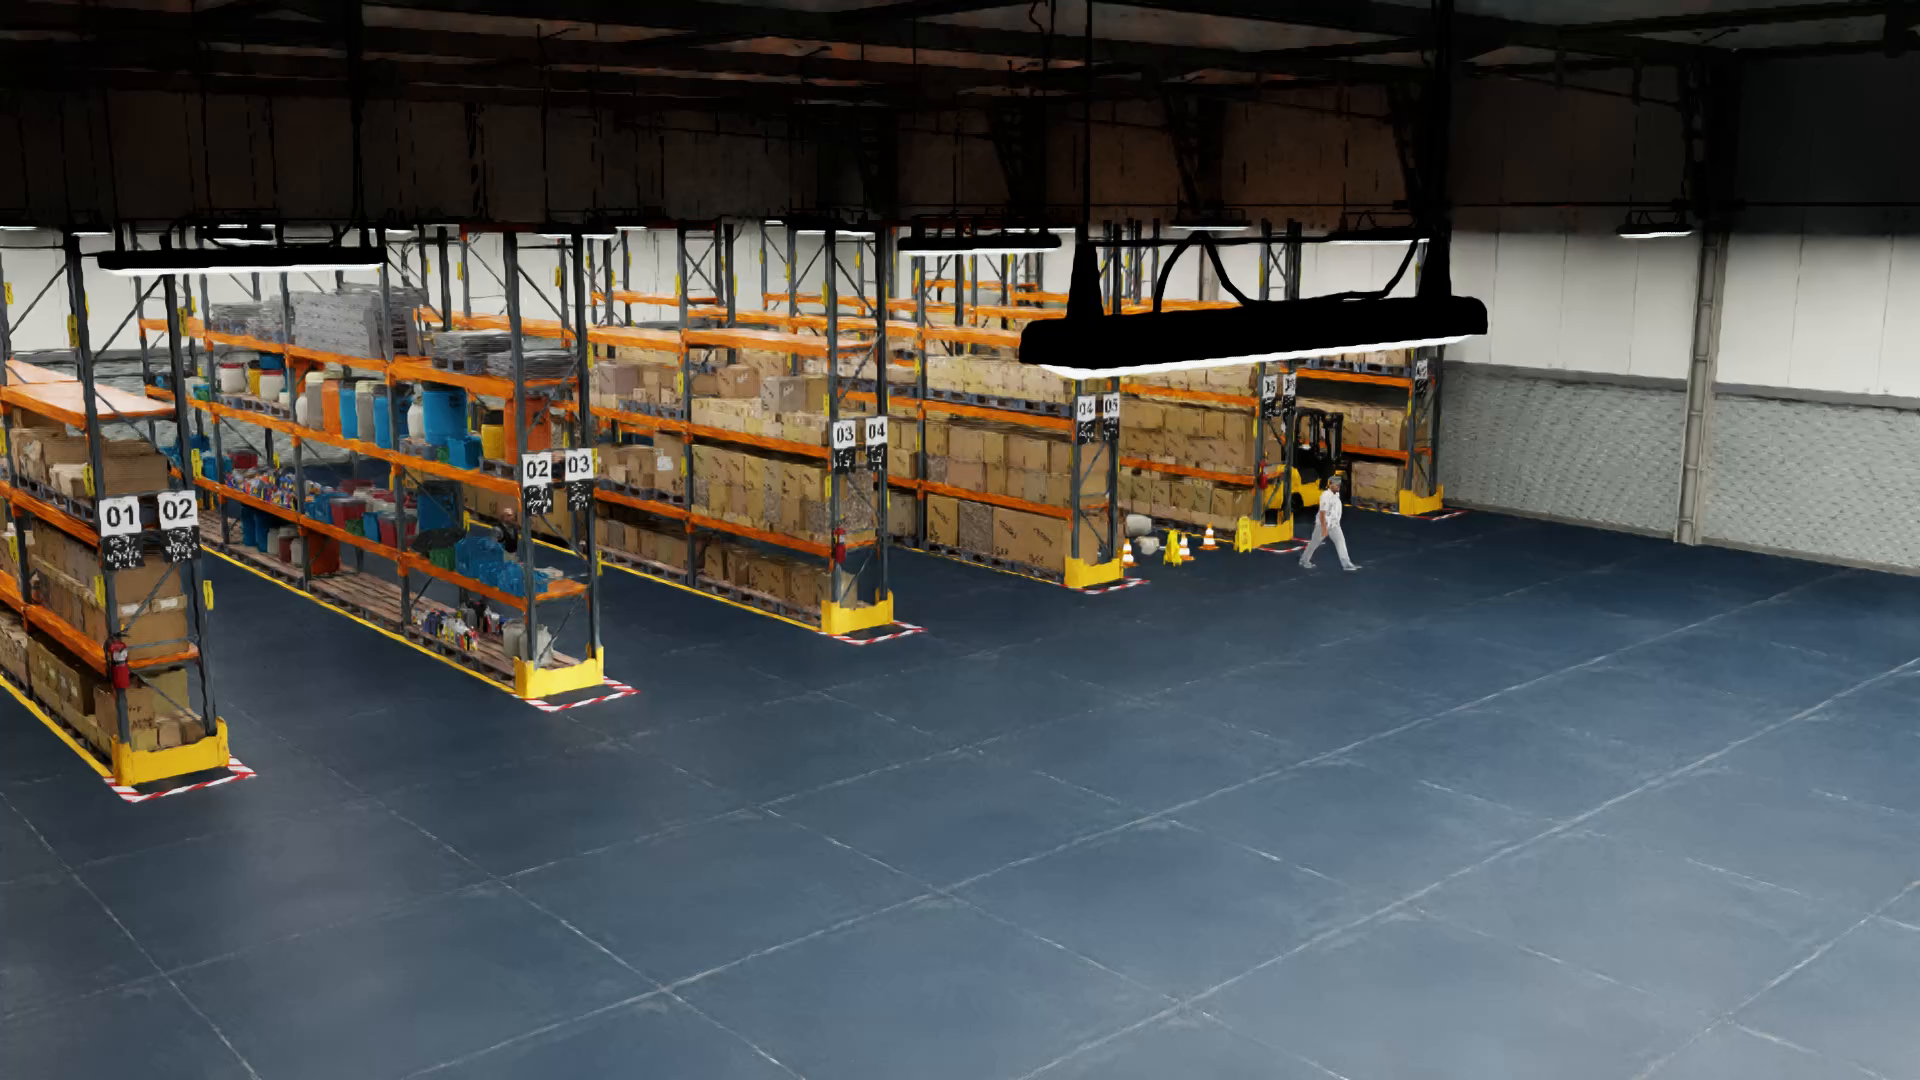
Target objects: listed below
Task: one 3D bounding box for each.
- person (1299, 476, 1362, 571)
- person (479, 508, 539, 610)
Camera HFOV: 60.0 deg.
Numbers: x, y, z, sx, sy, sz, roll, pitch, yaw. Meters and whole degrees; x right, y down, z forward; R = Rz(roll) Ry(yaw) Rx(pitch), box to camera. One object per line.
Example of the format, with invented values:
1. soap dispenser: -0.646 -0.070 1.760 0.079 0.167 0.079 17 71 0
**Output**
1. person: 6.459 -0.299 28.996 0.547 1.672 1.115 -10 15 -42
2. person: -7.185 0.301 26.179 0.843 1.662 0.681 6 13 29
